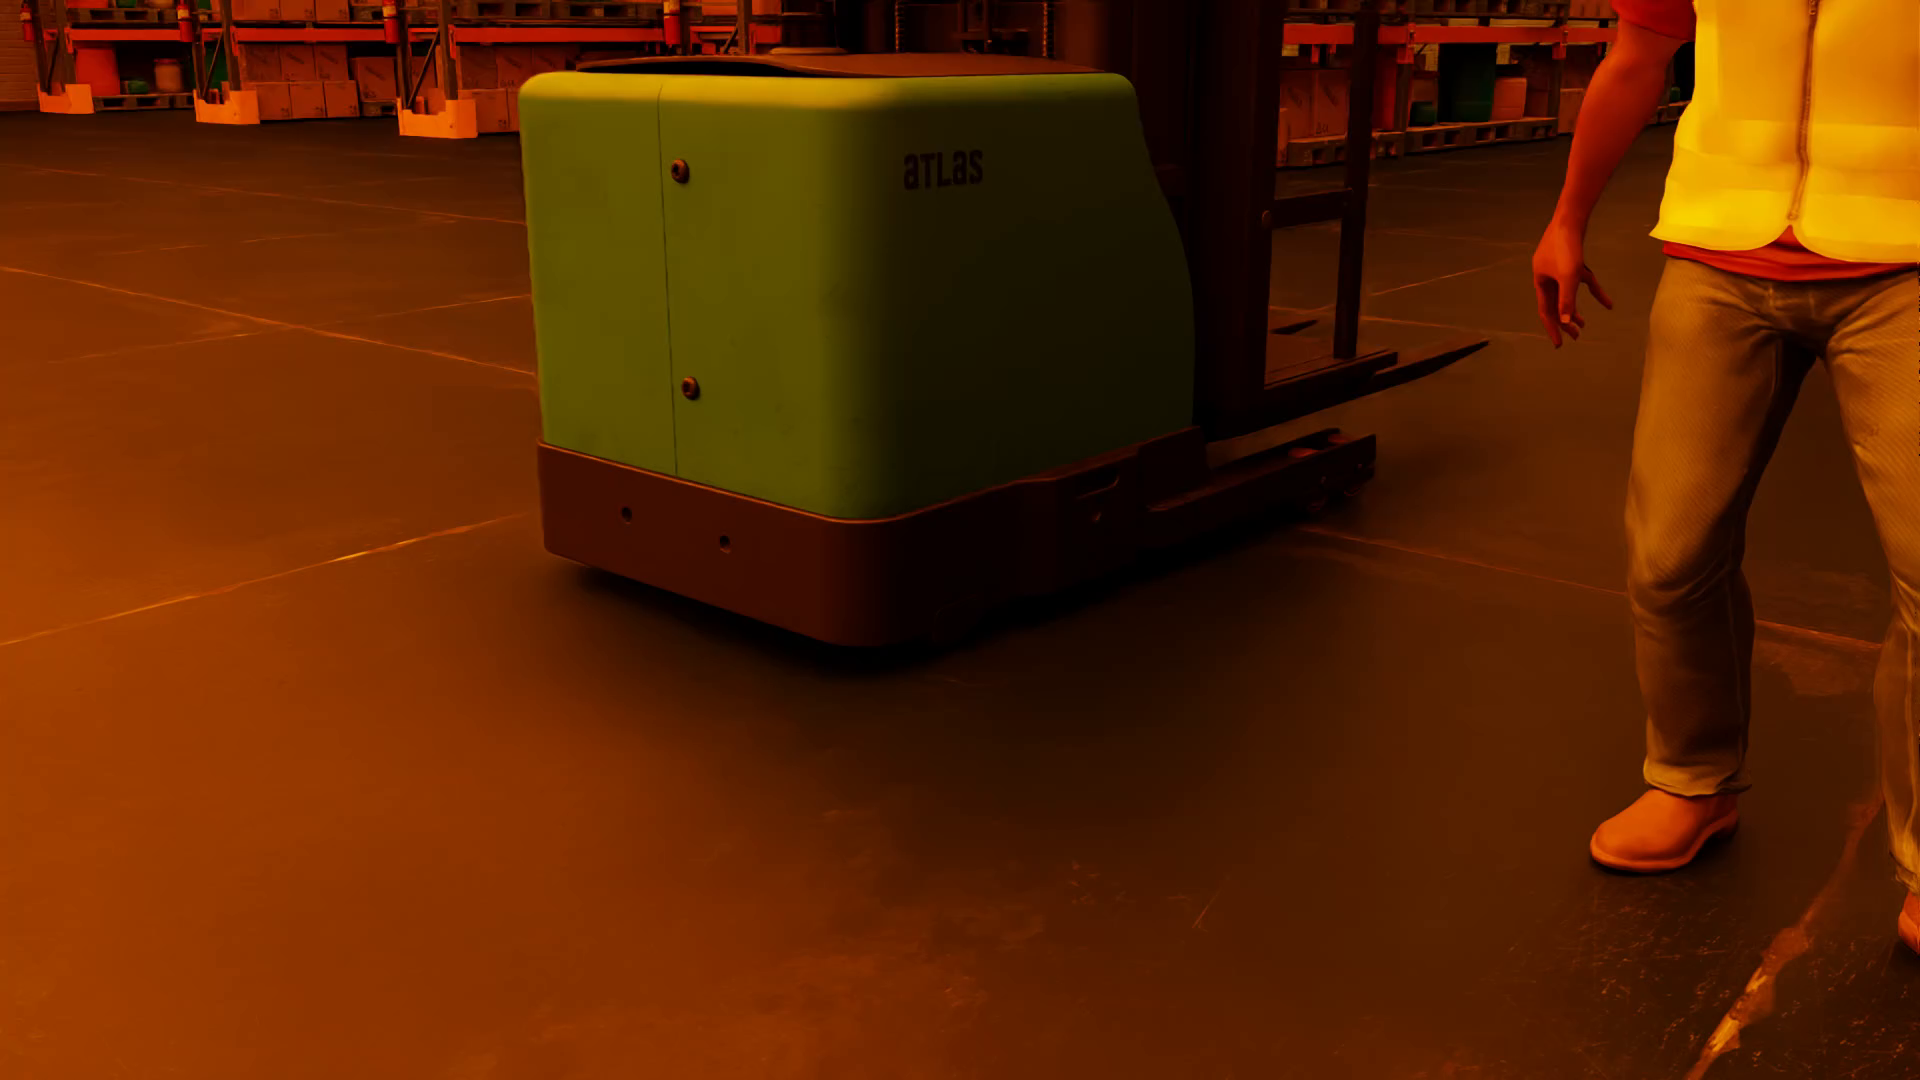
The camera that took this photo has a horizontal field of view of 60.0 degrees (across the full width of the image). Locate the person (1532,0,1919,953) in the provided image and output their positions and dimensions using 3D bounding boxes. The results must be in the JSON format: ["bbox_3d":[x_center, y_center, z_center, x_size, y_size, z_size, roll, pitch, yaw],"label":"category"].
[{"bbox_3d":[1.093,-0.337,2.083,0.876,1.731,0.461,16,23,42],"label":"person"}]

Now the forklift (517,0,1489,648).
[{"bbox_3d":[0.430,-1.555,4.020,1.130,2.935,3.031,14,22,39],"label":"forklift"}]
